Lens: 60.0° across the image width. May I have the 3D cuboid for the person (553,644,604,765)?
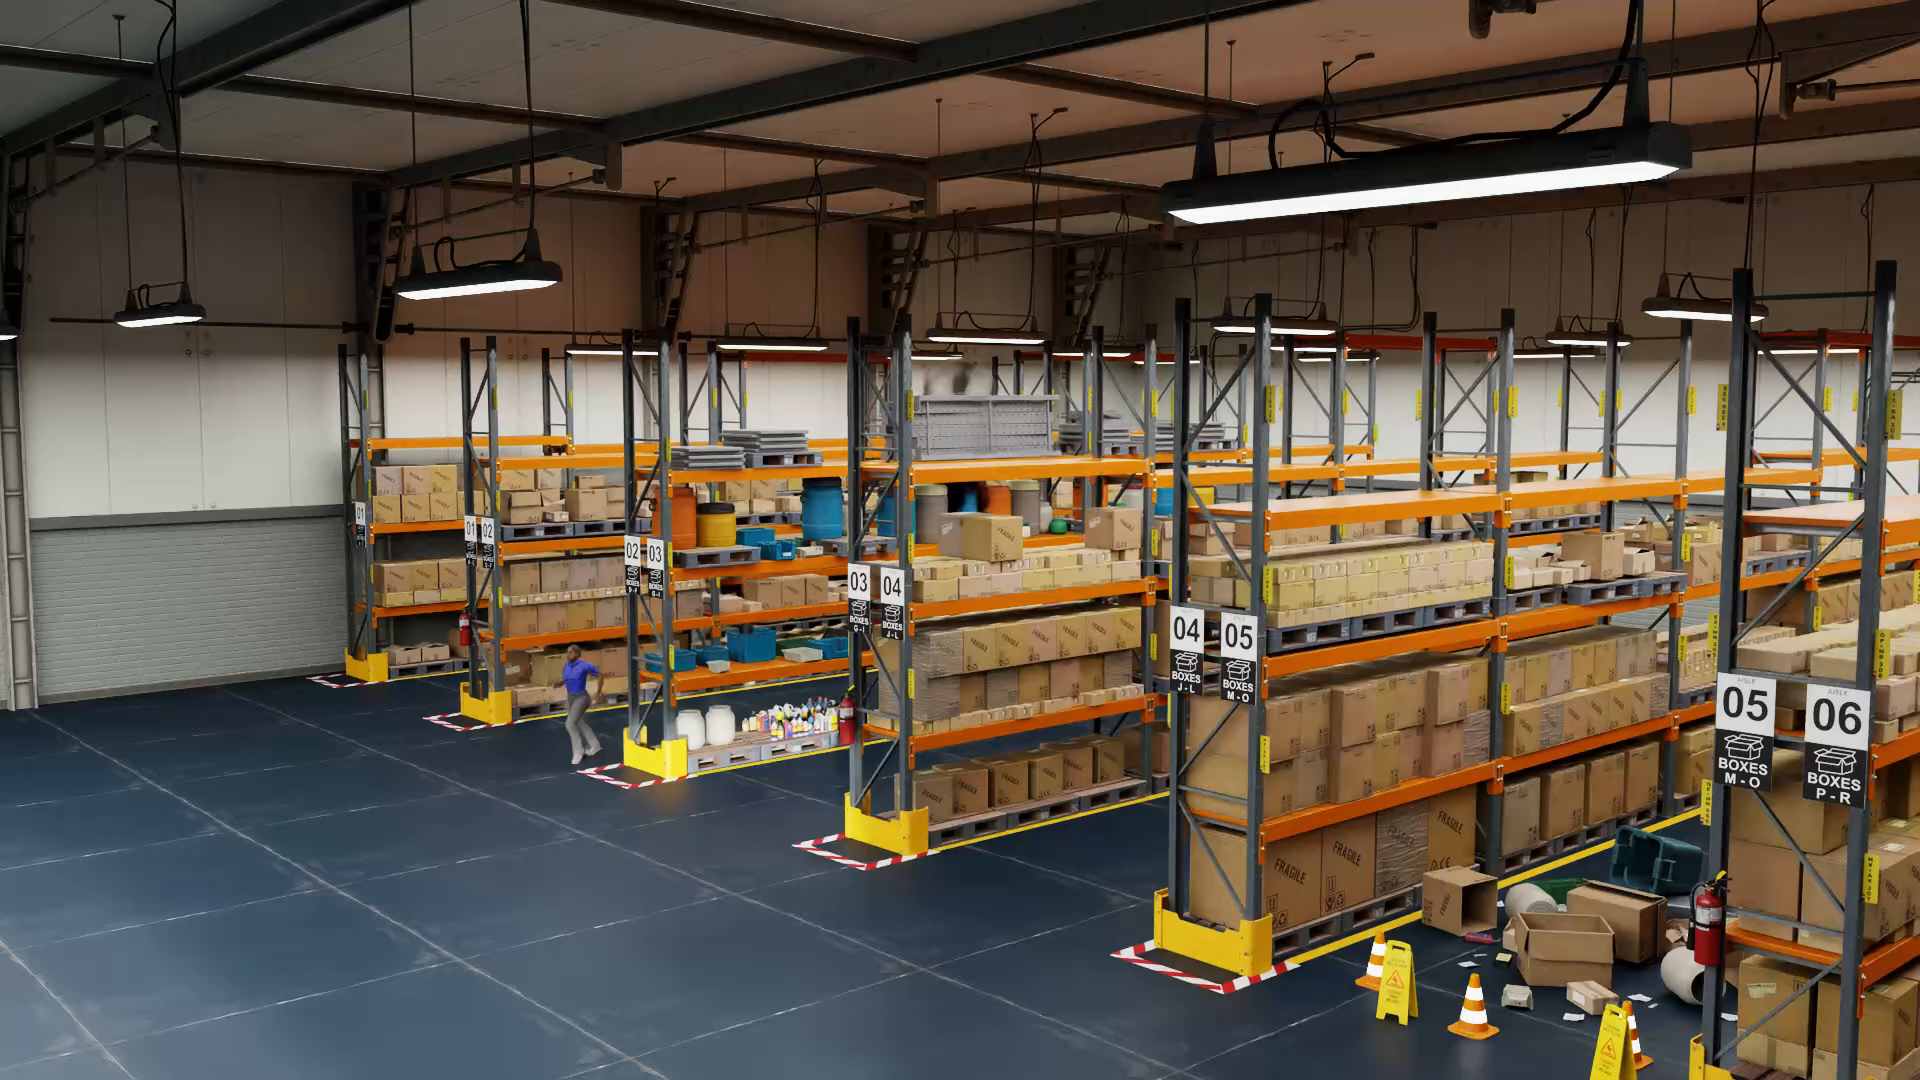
[{"bbox_3d":[-5.320,2.281,23.237,0.599,1.673,0.785,4,6,36],"label":"person"}]

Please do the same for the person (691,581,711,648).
[{"bbox_3d":[-4.773,1.546,30.684,0.674,1.740,0.782,5,7,45],"label":"person"}]
